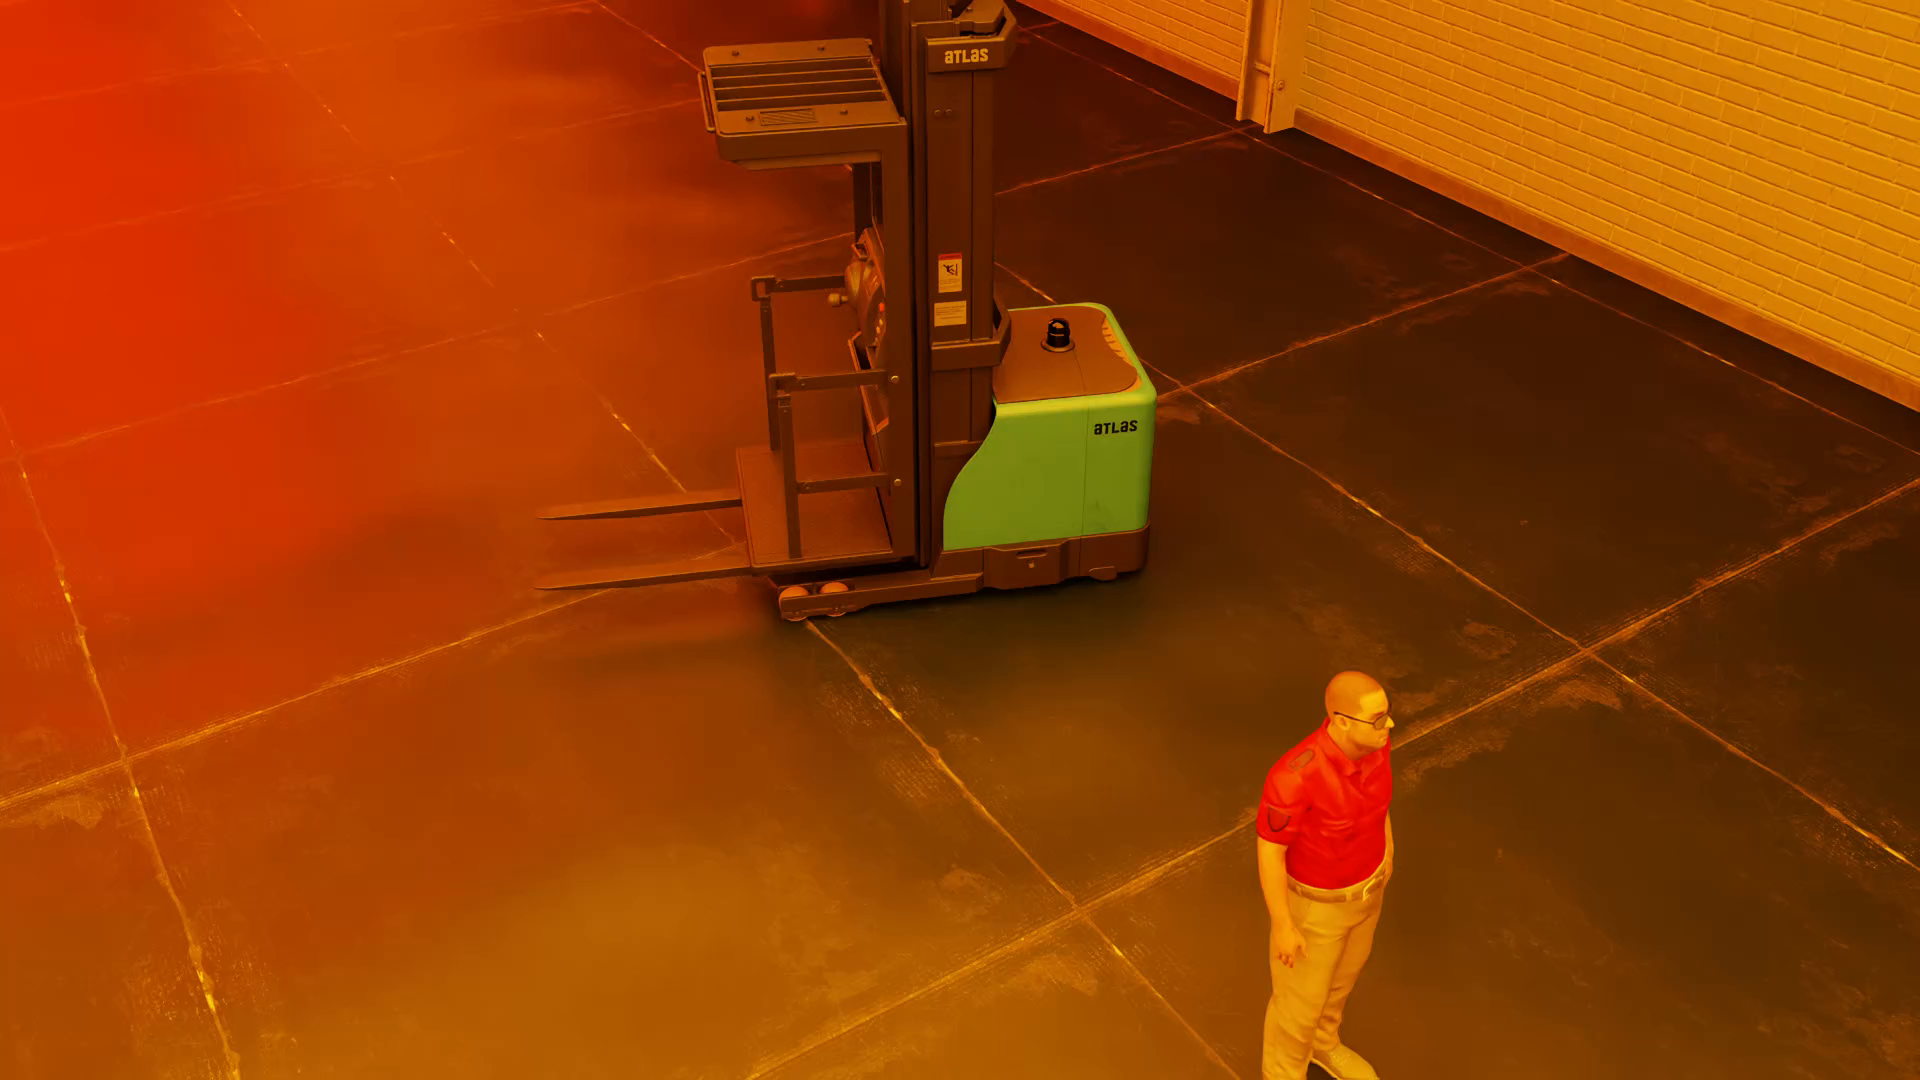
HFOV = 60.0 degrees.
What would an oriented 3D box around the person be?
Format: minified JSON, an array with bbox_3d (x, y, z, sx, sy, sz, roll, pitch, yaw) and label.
[{"bbox_3d":[1.277,1.205,5.477,0.628,1.736,0.524,-27,43,-33],"label":"person"}]

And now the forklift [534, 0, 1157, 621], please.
[{"bbox_3d":[-0.618,-1.133,7.761,3.031,2.935,1.130,-6,36,-9],"label":"forklift"}]
